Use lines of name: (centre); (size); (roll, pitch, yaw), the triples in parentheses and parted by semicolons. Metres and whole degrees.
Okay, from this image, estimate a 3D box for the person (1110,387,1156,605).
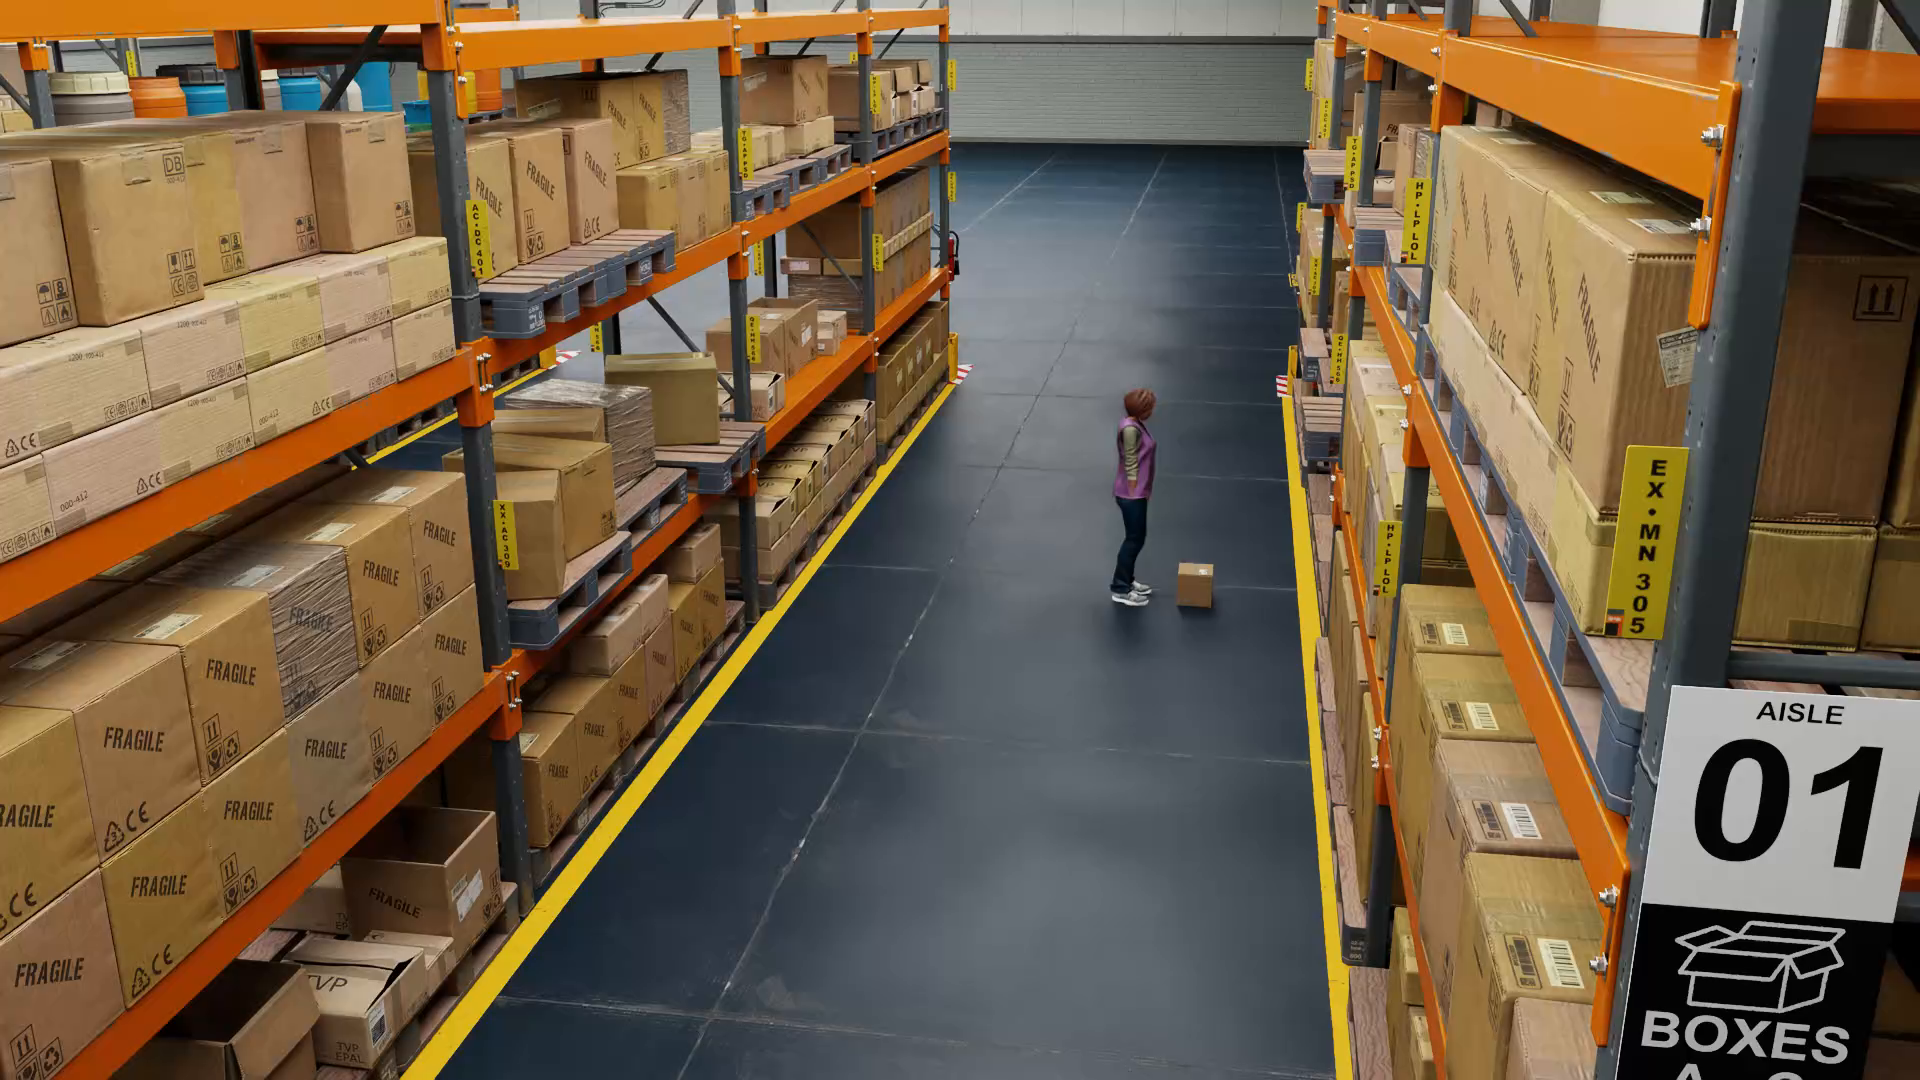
person: (1.263, -0.334, 12.107); (0.300, 1.593, 0.408); (3, 18, 10)
